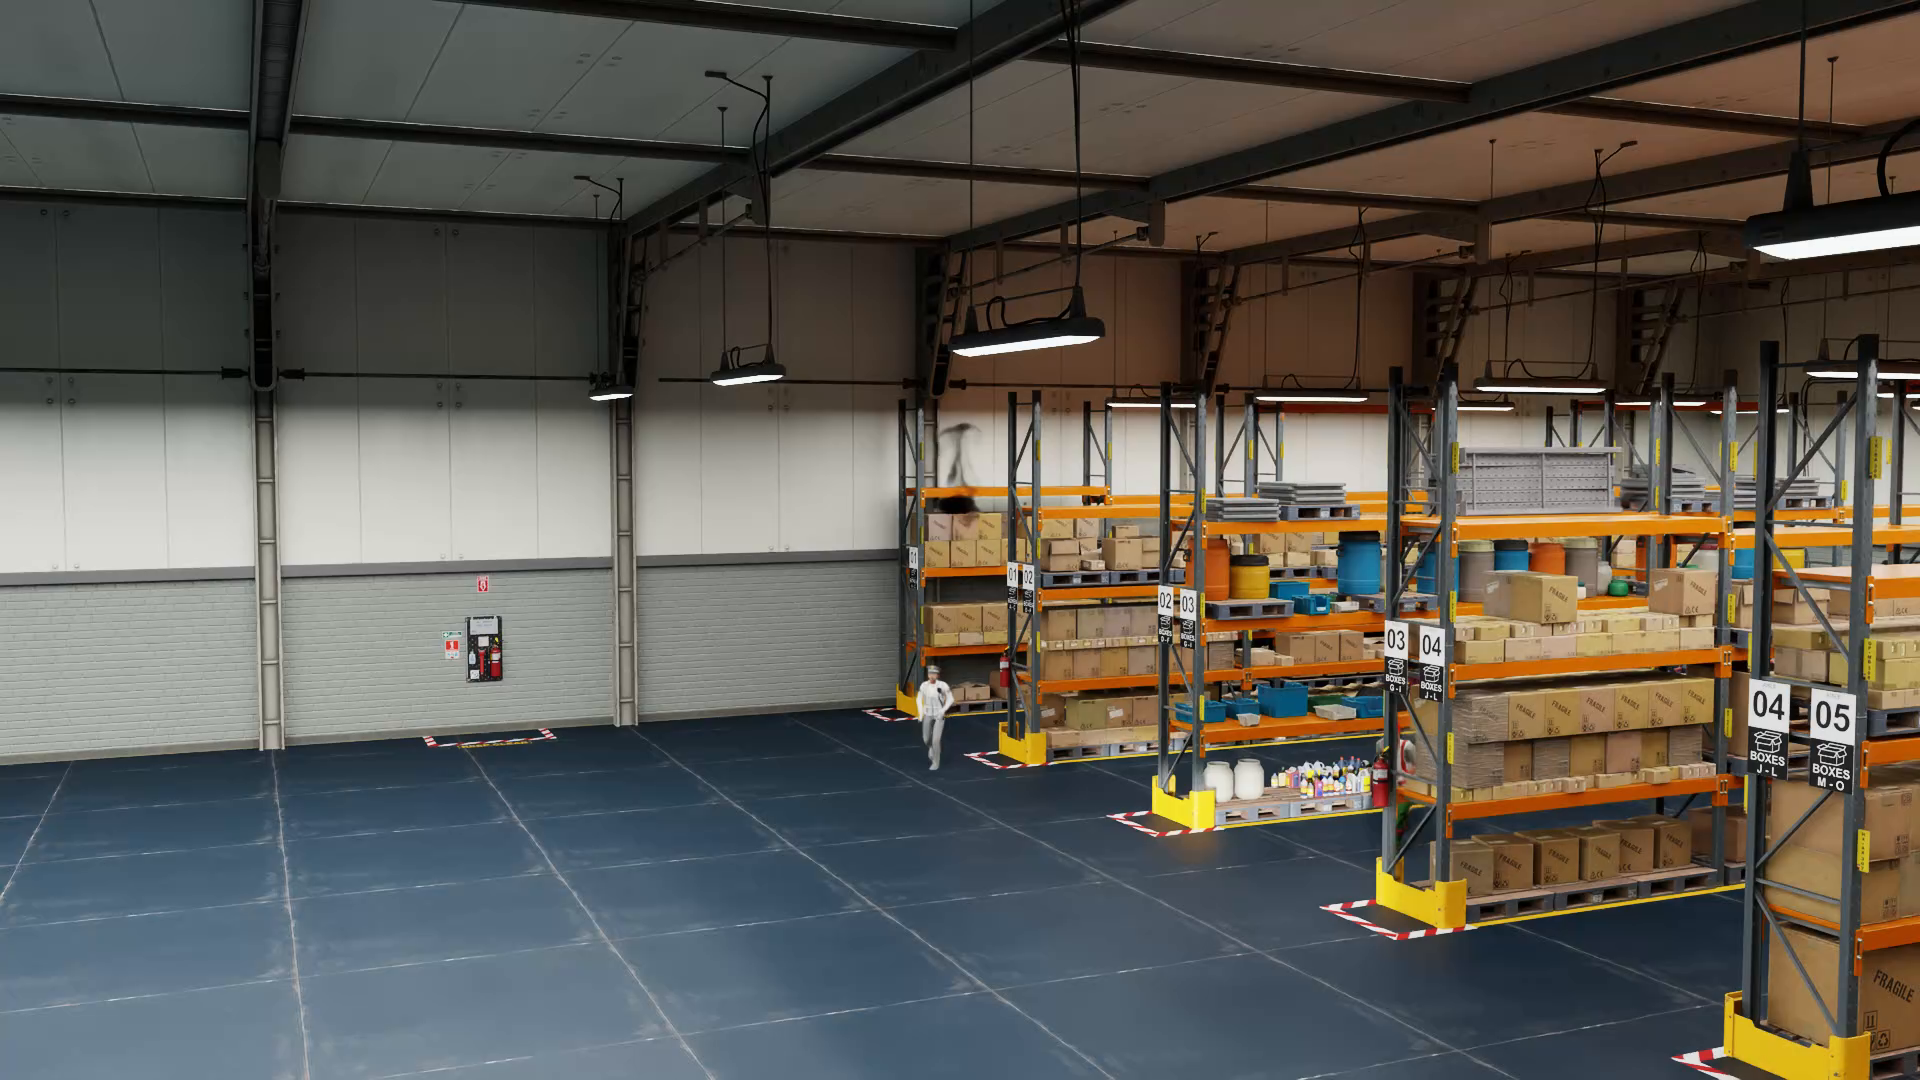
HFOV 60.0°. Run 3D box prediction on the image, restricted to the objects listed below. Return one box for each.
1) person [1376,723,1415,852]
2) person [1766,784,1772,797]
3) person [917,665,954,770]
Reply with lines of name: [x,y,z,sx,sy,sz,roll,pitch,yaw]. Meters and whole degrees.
person: [5.522,3.098,20.964,0.653,1.709,0.757,2,4,35]
person: [11.427,2.914,23.767,0.582,1.721,0.700,-2,4,-25]
person: [-0.388,2.795,26.489,0.618,1.669,0.627,1,3,12]
